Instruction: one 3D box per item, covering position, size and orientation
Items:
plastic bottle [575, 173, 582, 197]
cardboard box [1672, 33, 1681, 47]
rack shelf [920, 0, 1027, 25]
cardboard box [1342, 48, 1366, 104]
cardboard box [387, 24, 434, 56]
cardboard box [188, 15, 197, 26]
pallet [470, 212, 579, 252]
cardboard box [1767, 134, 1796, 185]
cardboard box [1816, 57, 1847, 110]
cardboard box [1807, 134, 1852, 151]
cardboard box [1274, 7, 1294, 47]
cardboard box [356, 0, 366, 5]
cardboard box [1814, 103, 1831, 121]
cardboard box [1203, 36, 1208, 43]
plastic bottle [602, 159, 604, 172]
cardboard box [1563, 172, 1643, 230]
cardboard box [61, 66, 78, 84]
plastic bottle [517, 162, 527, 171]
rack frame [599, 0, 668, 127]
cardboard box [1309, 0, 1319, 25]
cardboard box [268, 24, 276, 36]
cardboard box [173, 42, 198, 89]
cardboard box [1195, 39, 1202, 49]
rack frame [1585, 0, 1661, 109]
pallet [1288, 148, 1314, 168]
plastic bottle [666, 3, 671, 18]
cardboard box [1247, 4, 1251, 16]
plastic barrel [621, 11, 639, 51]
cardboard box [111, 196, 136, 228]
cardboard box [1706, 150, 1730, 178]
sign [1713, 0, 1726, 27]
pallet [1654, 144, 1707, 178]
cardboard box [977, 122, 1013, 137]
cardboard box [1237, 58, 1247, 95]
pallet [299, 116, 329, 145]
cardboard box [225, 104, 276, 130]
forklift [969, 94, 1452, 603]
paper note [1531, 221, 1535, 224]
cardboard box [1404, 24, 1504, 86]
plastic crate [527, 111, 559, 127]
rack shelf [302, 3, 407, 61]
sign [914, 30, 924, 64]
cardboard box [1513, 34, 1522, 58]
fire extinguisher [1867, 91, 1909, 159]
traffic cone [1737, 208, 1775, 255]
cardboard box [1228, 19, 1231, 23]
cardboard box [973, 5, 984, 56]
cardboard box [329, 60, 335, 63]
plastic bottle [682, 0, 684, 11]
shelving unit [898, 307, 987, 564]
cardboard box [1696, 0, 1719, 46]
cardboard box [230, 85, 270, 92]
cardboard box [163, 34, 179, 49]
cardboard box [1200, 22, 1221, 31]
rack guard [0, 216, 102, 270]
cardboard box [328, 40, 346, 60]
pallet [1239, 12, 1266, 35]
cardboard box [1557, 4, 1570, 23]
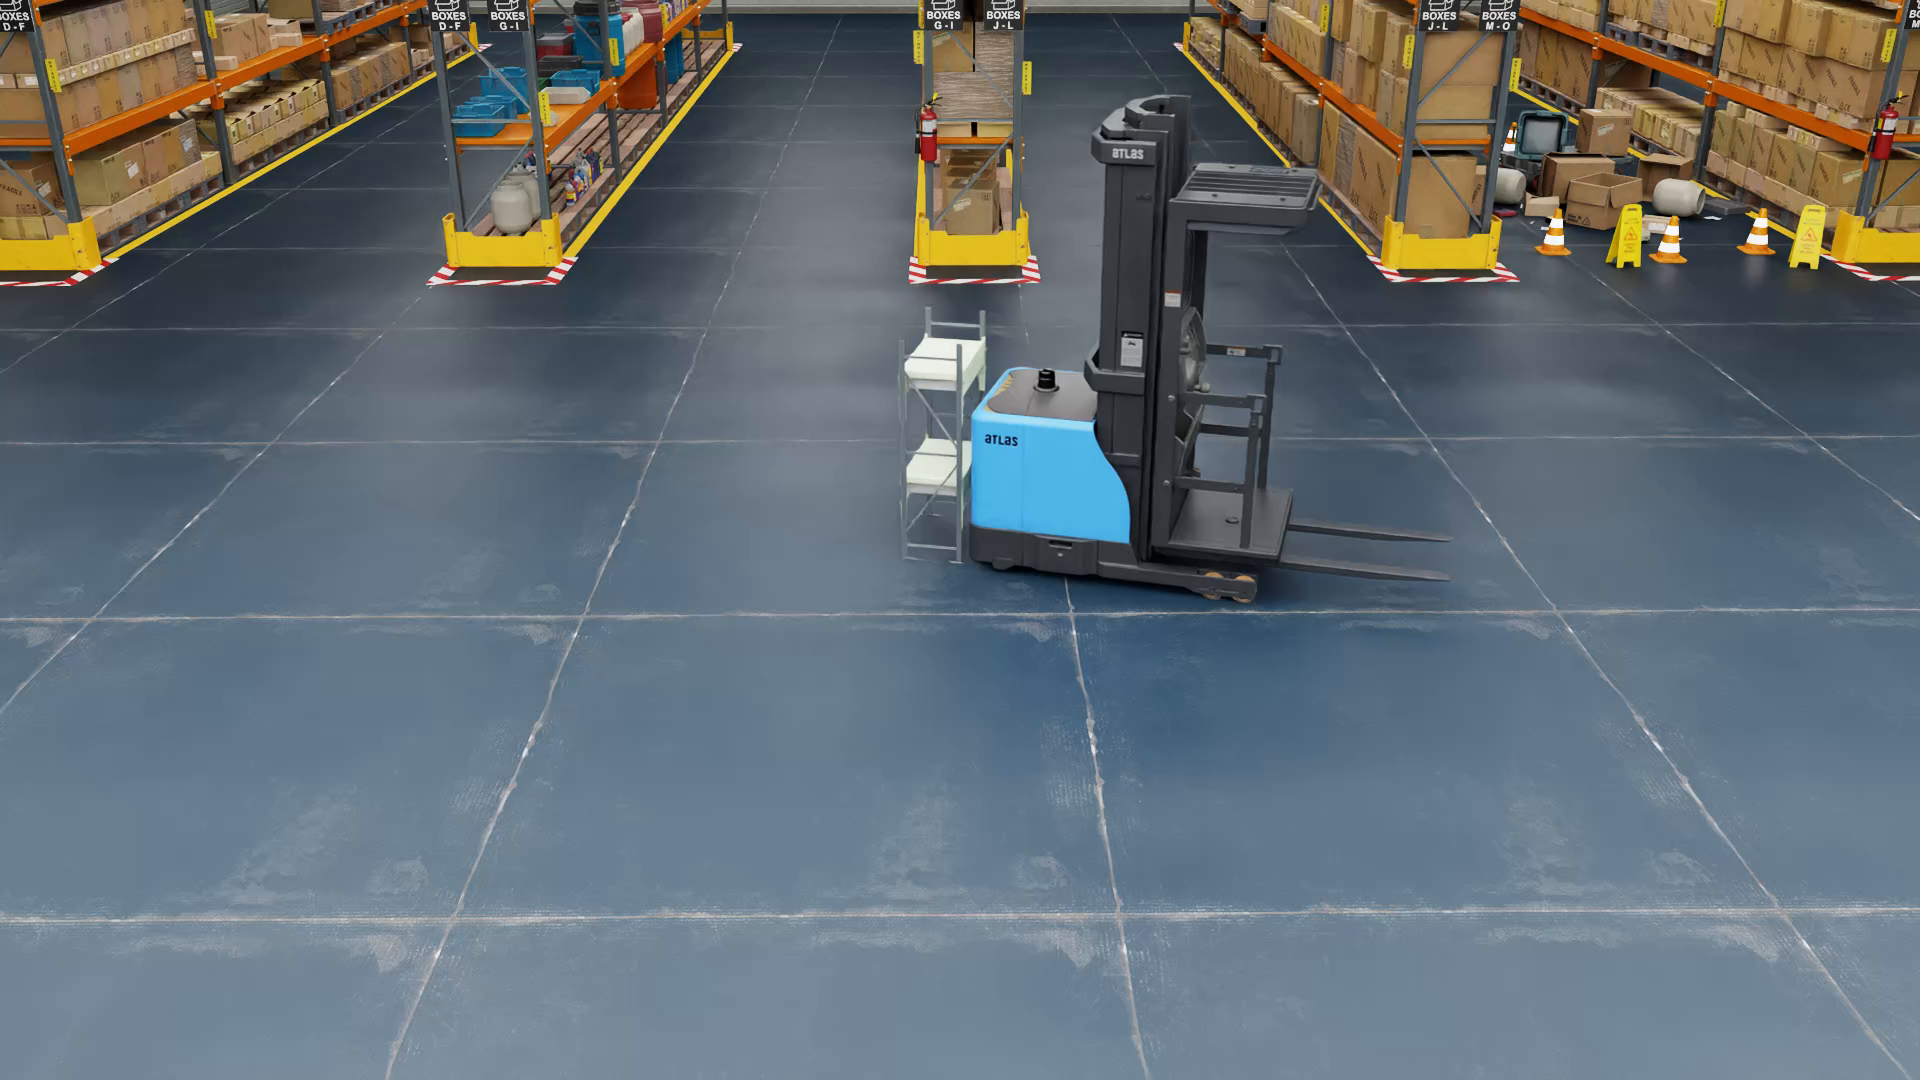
[{"bbox_3d":[-4.530,-4.197,19.667,0.097,0.271,0.097,0,24,0],"label":"plastic bottle"},{"bbox_3d":[9.689,-6.631,22.068,0.380,0.149,0.250,0,24,0],"label":"cardboard box"},{"bbox_3d":[0.114,-6.194,18.539,1.077,0.370,4.000,0,24,-1],"label":"rack shelf"},{"bbox_3d":[4.986,-5.427,19.427,0.875,0.550,0.550,0,24,-1],"label":"cardboard box"},{"bbox_3d":[-9.927,-9.070,30.160,0.797,0.503,0.637,0,24,-1],"label":"cardboard box"},{"bbox_3d":[-14.790,-9.622,31.408,0.700,0.500,0.500,0,24,-1],"label":"cardboard box"},{"bbox_3d":[-4.868,-3.404,18.521,1.003,0.211,1.213,0,24,-1],"label":"pallet"},{"bbox_3d":[9.768,-4.408,19.273,0.500,0.500,0.500,-1,24,-2],"label":"cardboard box"},{"bbox_3d":[9.763,-4.986,18.151,0.500,0.500,0.500,0,24,0],"label":"cardboard box"},{"bbox_3d":[9.704,-4.431,18.538,0.380,0.149,0.250,0,24,1],"label":"cardboard box"},{"bbox_3d":[4.752,-7.258,23.537,0.500,0.500,0.500,0,24,-1],"label":"cardboard box"},{"bbox_3d":[-9.820,-8.742,26.308,0.700,0.500,0.500,-6,25,-14],"label":"cardboard box"},{"bbox_3d":[9.699,-4.730,18.373,0.380,0.149,0.250,0,24,0],"label":"cardboard box"},{"bbox_3d":[4.701,-9.287,30.733,0.380,0.149,0.250,-1,24,-3],"label":"cardboard box"},{"bbox_3d":[-4.545,-4.735,20.940,0.097,0.201,0.097,0,24,0],"label":"plastic bottle"},{"bbox_3d":[7.494,-3.951,19.375,0.797,0.503,0.637,-19,31,-36],"label":"cardboard box"},{"bbox_3d":[-9.565,-4.901,17.537,0.380,0.149,0.250,-1,24,-2],"label":"cardboard box"},{"bbox_3d":[-5.260,-4.363,19.938,0.144,0.351,0.185,0,24,-1],"label":"plastic bottle"},{"bbox_3d":[-4.904,-7.605,24.426,1.000,3.000,0.127,0,24,-1],"label":"rack frame"},{"bbox_3d":[5.029,-7.086,21.943,0.700,0.500,0.500,0,24,0],"label":"cardboard box"},{"bbox_3d":[-10.041,-7.175,23.582,0.500,0.311,0.500,-1,24,-1],"label":"cardboard box"},{"bbox_3d":[-9.803,-5.799,20.311,0.700,0.500,0.500,-1,24,-2],"label":"cardboard box"},{"bbox_3d":[4.595,-9.264,31.044,0.380,0.149,0.250,0,24,0],"label":"cardboard box"},{"bbox_3d":[9.958,-7.672,24.574,1.000,3.000,0.127,0,24,-1],"label":"rack frame"},{"bbox_3d":[4.969,-5.007,22.065,1.003,0.211,1.213,0,24,-1],"label":"pallet"},{"bbox_3d":[-4.572,-8.250,26.008,0.097,0.271,0.097,0,24,0],"label":"plastic bottle"},{"bbox_3d":[4.543,-7.989,25.069,0.380,0.149,0.250,0,24,-1],"label":"cardboard box"},{"bbox_3d":[-4.675,-7.060,23.084,0.421,0.512,0.421,0,24,0],"label":"plastic barrel"},{"bbox_3d":[-9.563,-3.655,18.518,0.500,0.250,0.500,0,24,-1],"label":"cardboard box"},{"bbox_3d":[9.738,-4.718,20.869,0.500,0.250,0.500,-1,24,-3],"label":"cardboard box"},{"bbox_3d":[9.446,-6.548,20.682,0.100,0.325,0.005,0,24,-1],"label":"sign"},{"bbox_3d":[9.991,-5.074,22.213,1.003,0.211,1.213,0,24,-1],"label":"pallet"},{"bbox_3d":[0.371,-4.335,17.500,0.380,0.149,0.250,0,24,-1],"label":"cardboard box"},{"bbox_3d":[4.717,-7.363,26.413,0.500,0.500,0.500,-1,24,-3],"label":"cardboard box"},{"bbox_3d":[-9.887,-5.975,24.204,1.003,0.211,1.213,0,24,-1],"label":"pallet"},{"bbox_3d":[-9.576,-5.722,22.407,0.500,0.311,0.500,-1,24,-2],"label":"cardboard box"},{"bbox_3d":[1.634,-1.186,10.316,3.031,2.935,1.130,6,25,14],"label":"forklift"},{"bbox_3d":[6.696,-3.716,19.453,0.032,0.001,0.123,13,27,27],"label":"paper note"},{"bbox_3d":[5.131,-5.025,17.229,0.875,0.550,0.550,0,24,-1],"label":"cardboard box"},{"bbox_3d":[-4.505,-4.559,18.010,0.298,0.136,0.250,0,24,-1],"label":"plastic crate"},{"bbox_3d":[-9.879,-8.081,26.351,1.077,0.370,4.000,0,24,-1],"label":"rack shelf"},{"bbox_3d":[-0.420,-5.009,16.896,0.100,0.325,0.005,0,24,-1],"label":"sign"},{"bbox_3d":[10.015,-8.604,29.233,0.875,0.438,0.875,-1,24,-1],"label":"cardboard box"},{"bbox_3d":[9.585,-4.291,17.192,0.296,0.674,0.183,0,24,-1],"label":"fire extinguisher"},{"bbox_3d":[8.750,-3.391,18.187,0.336,0.463,0.334,0,24,-1],"label":"traffic cone"},{"bbox_3d":[5.126,-9.748,31.390,0.380,0.149,0.250,0,24,0],"label":"cardboard box"},{"bbox_3d":[0.397,-5.608,18.314,0.500,0.500,0.500,0,24,-1],"label":"cardboard box"},{"bbox_3d":[-10.108,-7.244,26.126,0.500,0.500,0.500,-1,24,-2],"label":"cardboard box"},{"bbox_3d":[-4.611,-8.854,27.246,0.144,0.351,0.185,0,24,-1],"label":"plastic bottle"},{"bbox_3d":[-0.108,-0.692,10.960,0.431,1.500,0.755,5,25,11],"label":"shelving unit"},{"bbox_3d":[9.767,-6.586,21.180,0.500,0.500,0.500,-1,24,-2],"label":"cardboard box"},{"bbox_3d":[-10.131,-6.345,23.786,0.500,0.311,0.500,-1,24,-2],"label":"cardboard box"},{"bbox_3d":[-9.591,-5.957,19.872,0.380,0.149,0.250,-1,24,-2],"label":"cardboard box"},{"bbox_3d":[4.671,-9.532,30.913,0.380,0.149,0.250,-1,24,-3],"label":"cardboard box"},{"bbox_3d":[-9.770,-3.139,17.585,1.175,0.500,0.348,0,24,-1],"label":"rack guard"},{"bbox_3d":[-10.123,-7.817,26.483,0.500,0.250,0.500,-1,24,-2],"label":"cardboard box"},{"bbox_3d":[4.895,-7.814,25.120,1.213,0.211,1.003,0,24,-1],"label":"pallet"},{"bbox_3d":[9.682,-8.229,25.987,0.500,0.250,0.500,0,24,-1],"label":"cardboard box"}]
